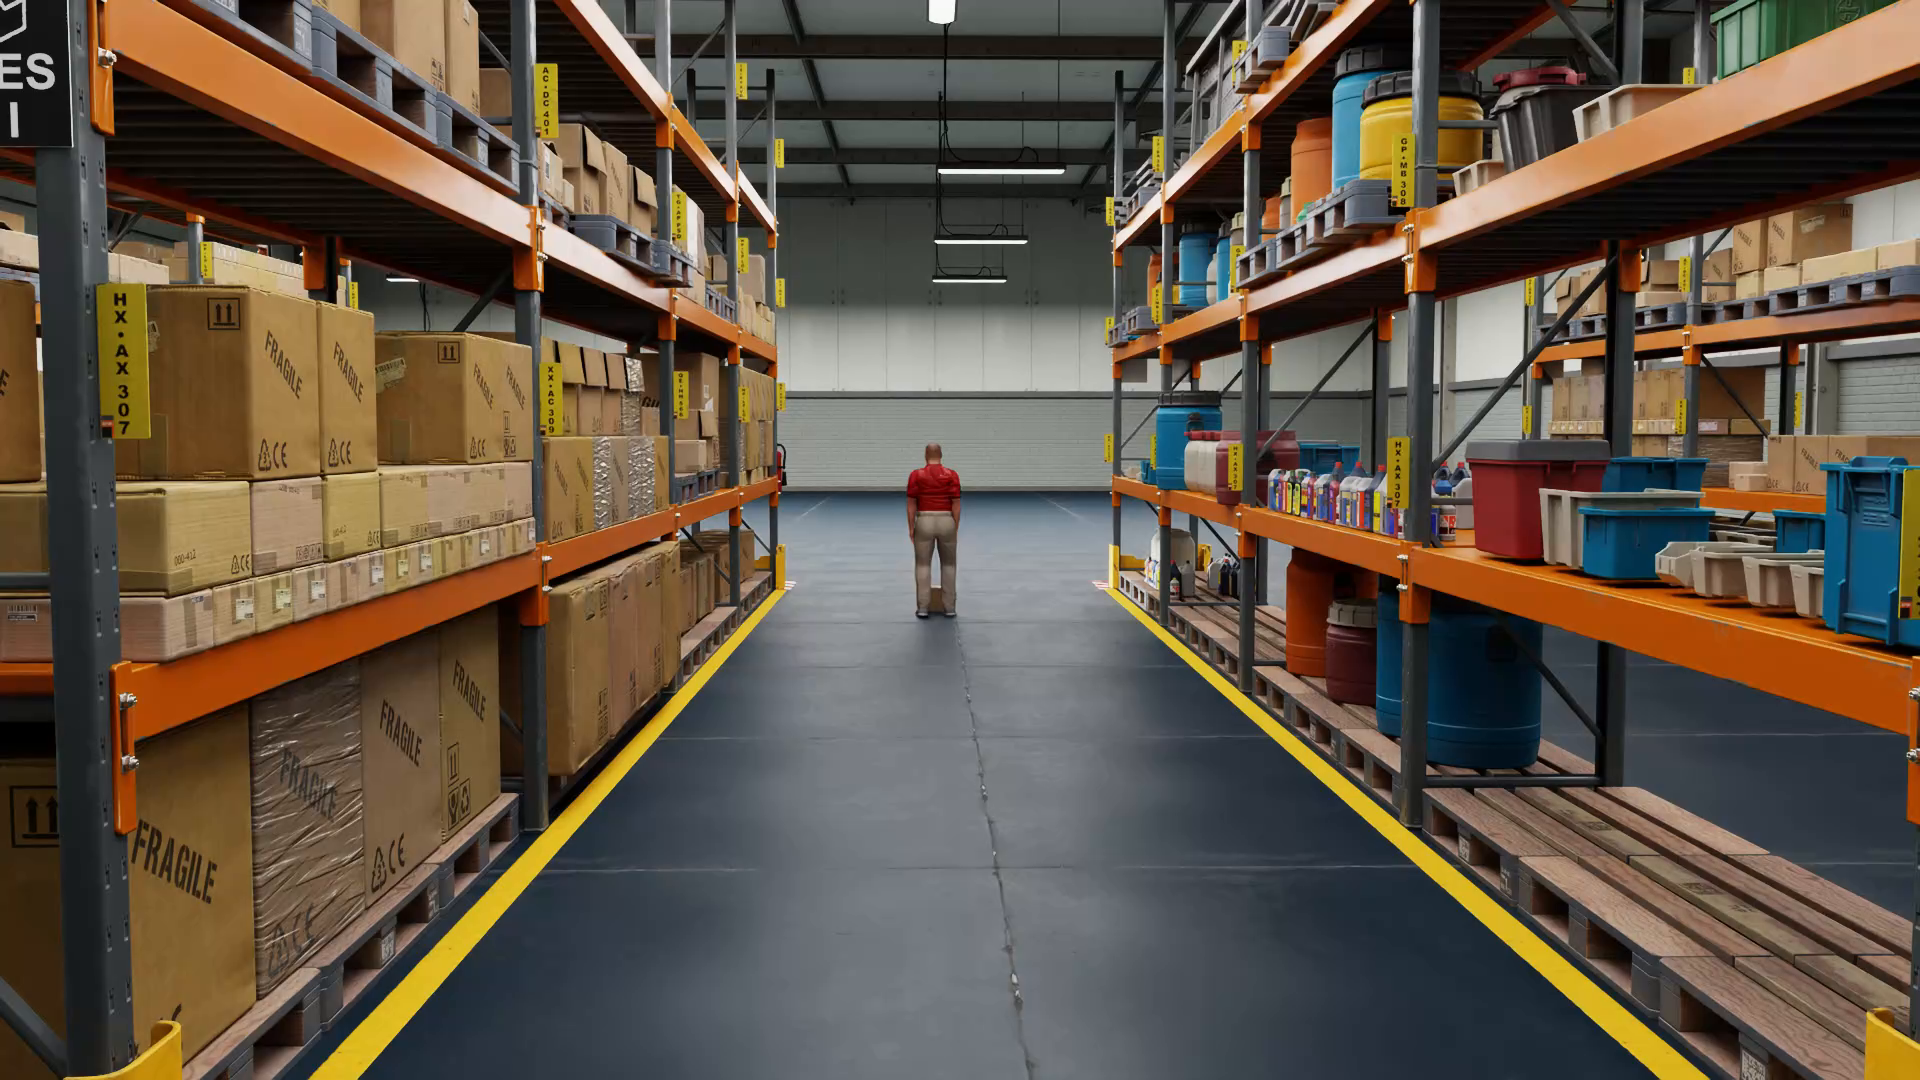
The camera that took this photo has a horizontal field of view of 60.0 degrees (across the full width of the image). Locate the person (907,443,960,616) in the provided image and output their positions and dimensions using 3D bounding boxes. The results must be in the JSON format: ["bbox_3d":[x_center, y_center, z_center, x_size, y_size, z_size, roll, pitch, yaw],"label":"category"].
[{"bbox_3d":[-0.261,-0.100,16.497,0.529,1.721,0.354,0,4,0],"label":"person"}]
